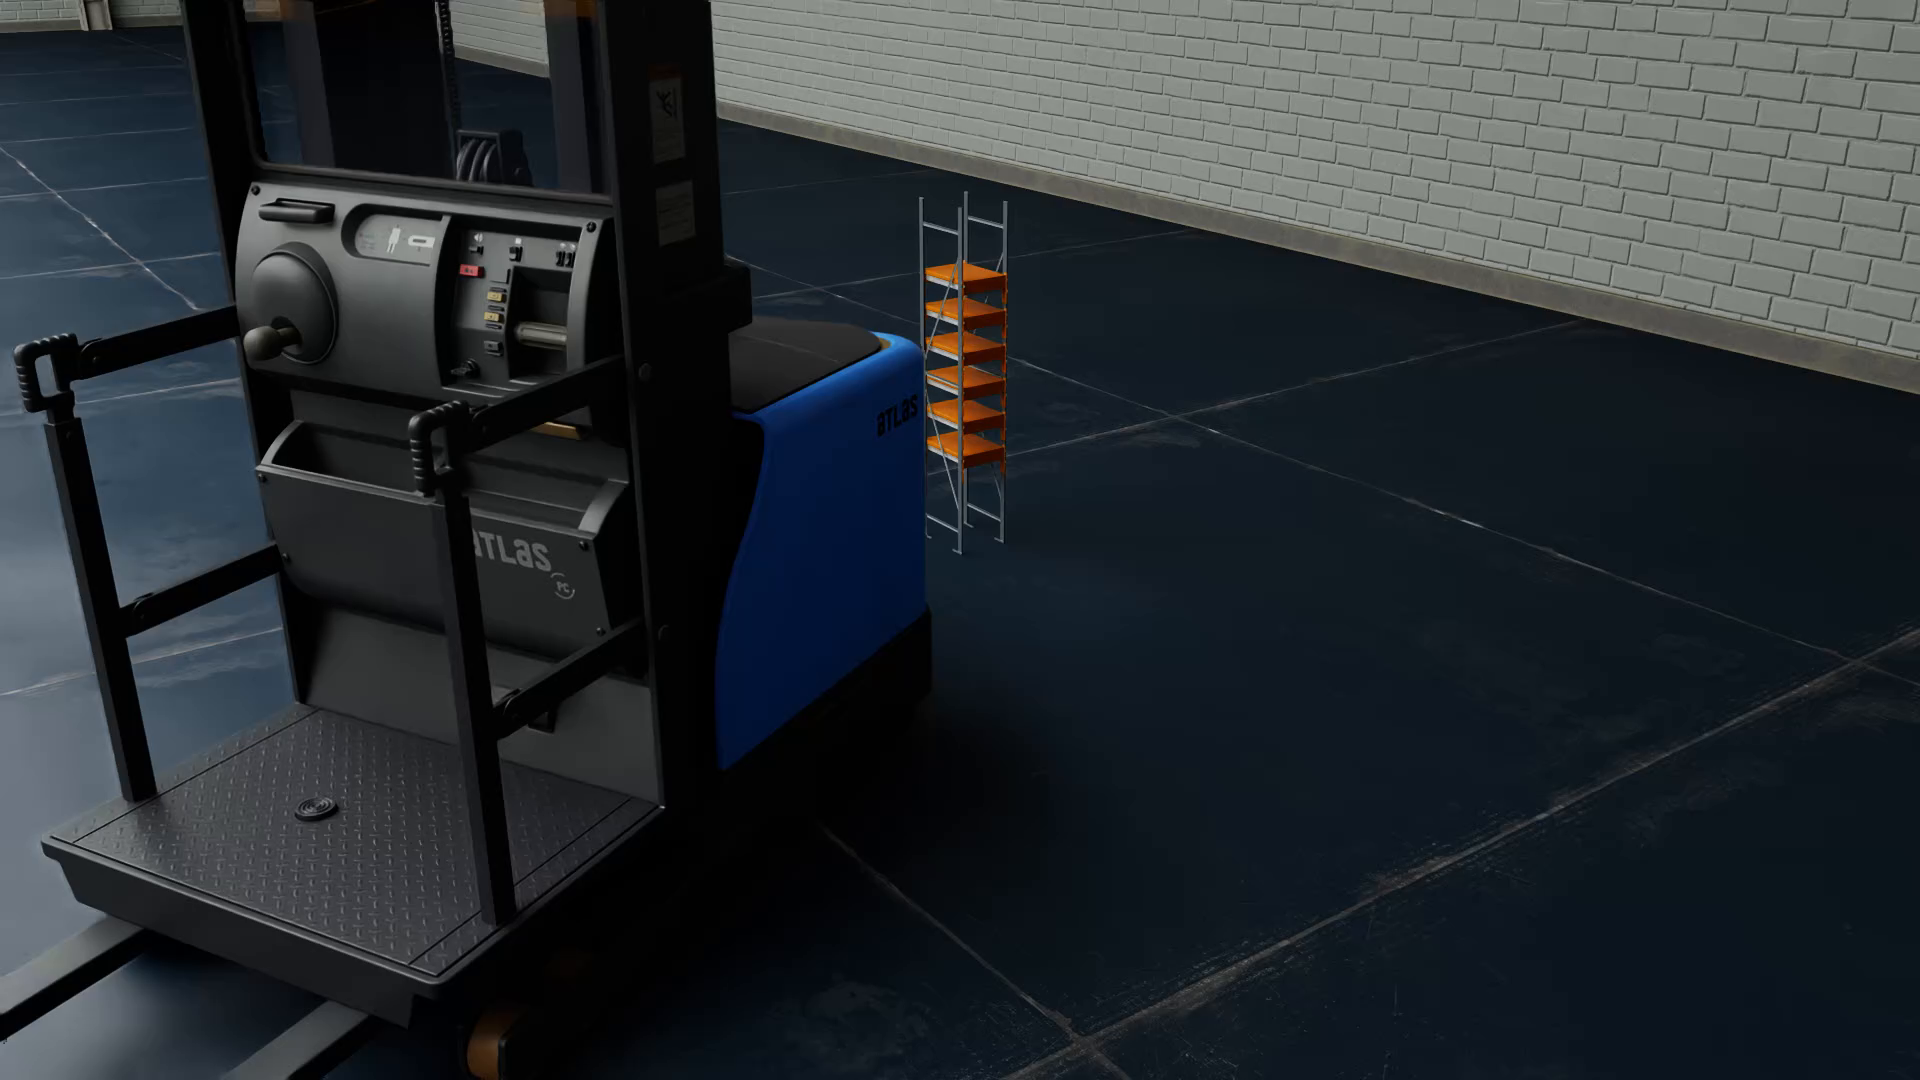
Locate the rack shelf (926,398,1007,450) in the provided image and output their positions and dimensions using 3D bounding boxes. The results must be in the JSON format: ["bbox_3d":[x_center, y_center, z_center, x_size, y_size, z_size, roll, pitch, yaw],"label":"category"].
[{"bbox_3d":[0.012,-0.408,5.743,0.180,0.103,0.258,-15,26,-33],"label":"rack shelf"}]

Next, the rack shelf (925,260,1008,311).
[{"bbox_3d":[0.012,-0.854,5.565,0.180,0.103,0.258,-15,26,-33],"label":"rack shelf"}]

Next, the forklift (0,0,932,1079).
[{"bbox_3d":[-1.192,-0.485,3.158,1.130,2.935,3.031,11,24,25],"label":"forklift"}]

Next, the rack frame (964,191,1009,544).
[{"bbox_3d":[0.086,-0.580,5.731,0.006,1.200,0.240,-15,26,-33],"label":"rack frame"}]

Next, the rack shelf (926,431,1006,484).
[{"bbox_3d":[0.012,-0.296,5.787,0.180,0.103,0.258,-15,26,-33],"label":"rack shelf"}]

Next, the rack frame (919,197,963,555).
[{"bbox_3d":[-0.063,-0.541,5.632,0.006,1.200,0.240,-15,26,-33],"label":"rack frame"}]

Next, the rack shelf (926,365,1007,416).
[{"bbox_3d":[0.012,-0.519,5.698,0.180,0.103,0.258,-15,26,-33],"label":"rack shelf"}]

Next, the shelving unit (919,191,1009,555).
[{"bbox_3d":[0.012,-0.560,5.682,0.189,1.200,0.258,-15,26,-33],"label":"shelving unit"}]

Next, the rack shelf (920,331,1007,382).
[{"bbox_3d":[0.012,-0.631,5.654,0.180,0.103,0.258,-15,26,-33],"label":"rack shelf"}]

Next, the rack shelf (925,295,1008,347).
[{"bbox_3d":[0.012,-0.742,5.609,0.180,0.103,0.258,-15,26,-33],"label":"rack shelf"}]

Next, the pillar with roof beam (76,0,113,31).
[{"bbox_3d":[-10.757,-10.738,20.663,0.400,9.000,9.100,-15,26,-33],"label":"pillar with roof beam"}]
